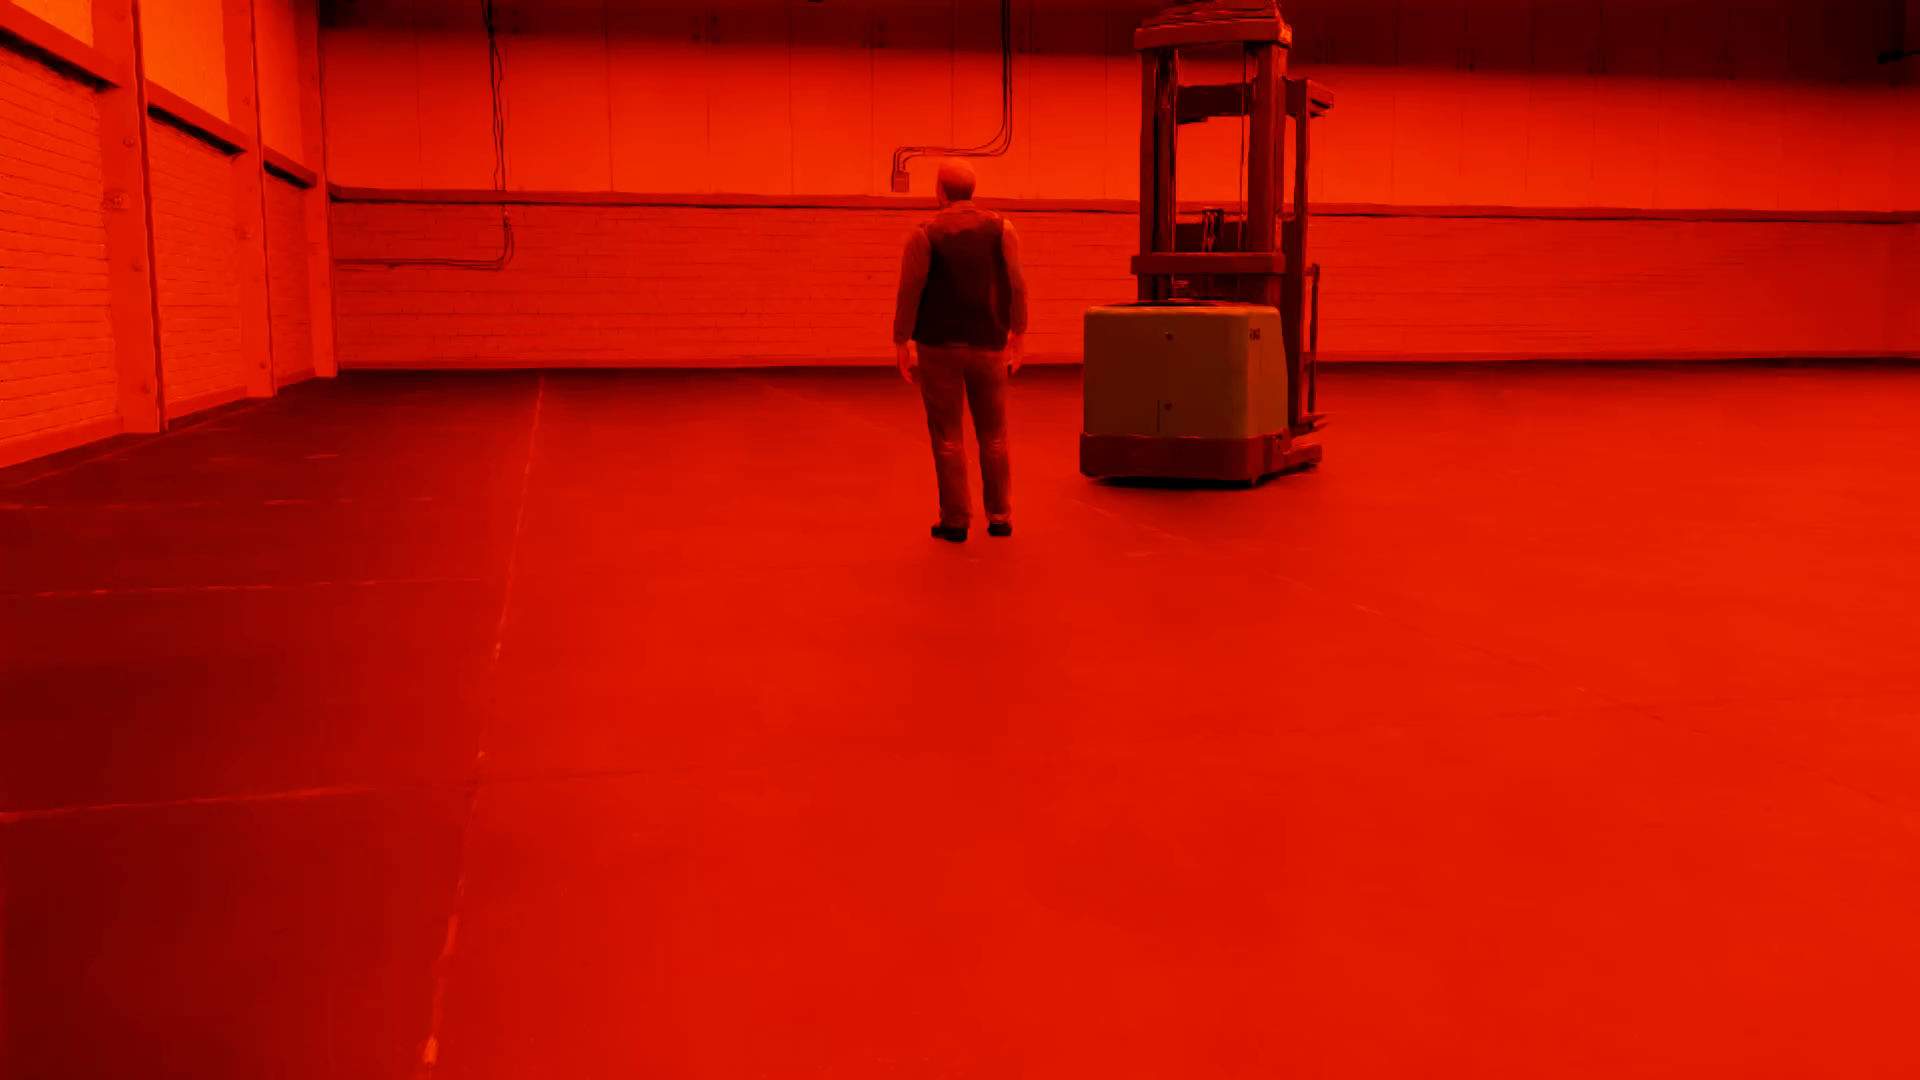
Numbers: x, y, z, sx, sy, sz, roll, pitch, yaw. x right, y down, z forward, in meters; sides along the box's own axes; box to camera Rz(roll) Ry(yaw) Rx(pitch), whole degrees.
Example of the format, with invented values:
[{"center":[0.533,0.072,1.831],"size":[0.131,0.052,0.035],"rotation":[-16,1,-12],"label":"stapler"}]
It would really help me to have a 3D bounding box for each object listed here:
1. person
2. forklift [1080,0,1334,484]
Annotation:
[{"center":[-0.007,-0.868,7.649],"size":[0.632,1.720,0.567],"rotation":[-2,8,-13],"label":"person"},{"center":[1.814,-1.948,11.045],"size":[1.130,2.935,3.031],"rotation":[4,9,25],"label":"forklift"}]
